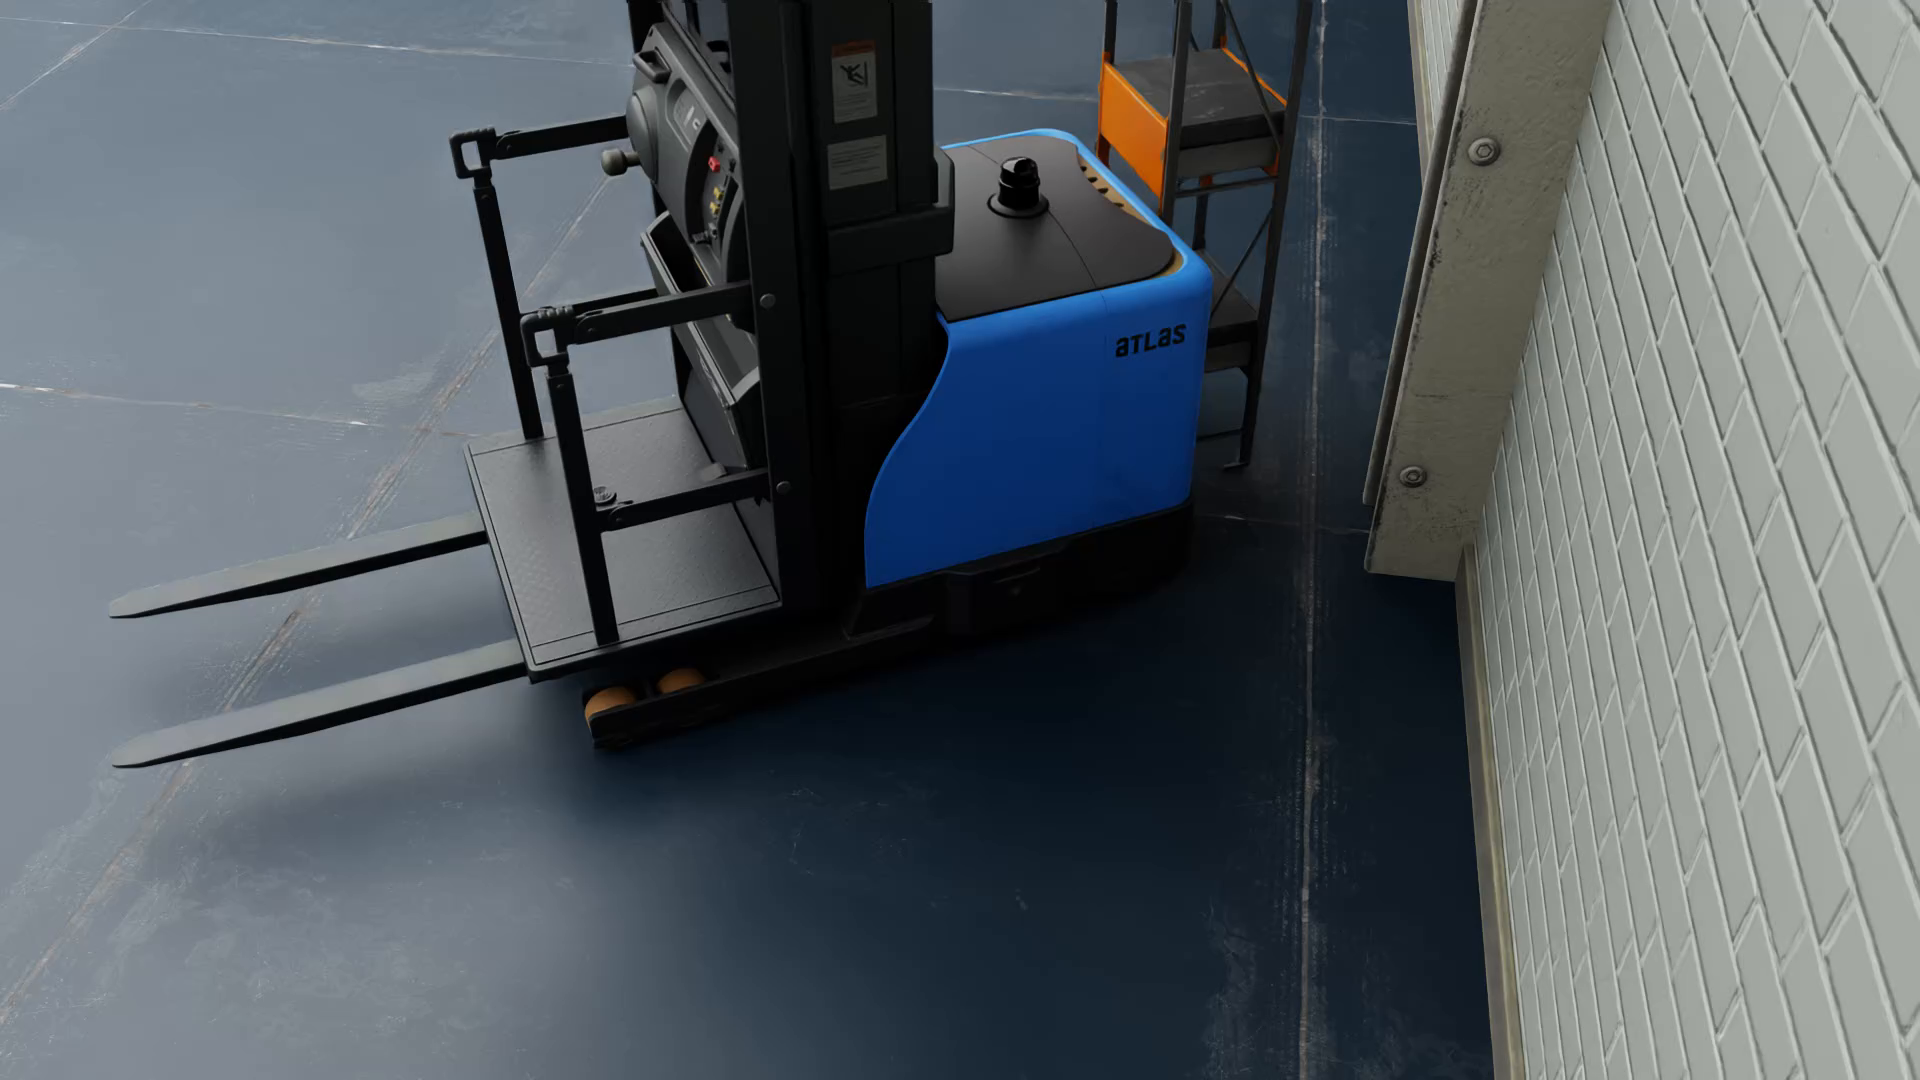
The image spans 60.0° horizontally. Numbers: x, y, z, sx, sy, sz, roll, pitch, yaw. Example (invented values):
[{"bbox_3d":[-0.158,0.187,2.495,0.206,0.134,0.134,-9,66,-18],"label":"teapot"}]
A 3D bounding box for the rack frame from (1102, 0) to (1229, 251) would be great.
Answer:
[{"bbox_3d":[0.620,-1.318,5.197,0.400,2.100,0.015,-12,41,-14],"label":"rack frame"}]

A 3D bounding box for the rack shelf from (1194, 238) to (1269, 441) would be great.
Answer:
[{"bbox_3d":[0.697,-0.621,5.473,0.431,0.518,0.480,-12,41,-14],"label":"rack shelf"}]

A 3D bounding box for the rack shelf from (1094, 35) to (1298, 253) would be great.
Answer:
[{"bbox_3d":[0.697,-1.161,5.027,0.431,0.518,0.480,-12,41,-14],"label":"rack shelf"}]

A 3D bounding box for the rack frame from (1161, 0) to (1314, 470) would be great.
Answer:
[{"bbox_3d":[0.775,-1.024,4.840,0.400,2.100,0.015,-12,41,-14],"label":"rack frame"}]

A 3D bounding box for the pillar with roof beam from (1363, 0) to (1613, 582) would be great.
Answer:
[{"bbox_3d":[-2.805,-3.953,2.969,9.100,9.000,0.400,6,40,8],"label":"pillar with roof beam"}]

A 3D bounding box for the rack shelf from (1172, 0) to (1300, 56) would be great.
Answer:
[{"bbox_3d":[0.697,-1.700,4.581,0.431,0.518,0.480,-12,41,-14],"label":"rack shelf"}]

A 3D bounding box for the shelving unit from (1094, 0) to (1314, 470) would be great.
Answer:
[{"bbox_3d":[0.697,-1.171,5.018,0.431,2.100,0.503,-12,41,-14],"label":"shelving unit"}]

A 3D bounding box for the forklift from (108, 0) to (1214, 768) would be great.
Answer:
[{"bbox_3d":[-0.869,-0.947,4.095,3.031,2.935,1.130,-15,42,-17],"label":"forklift"}]
